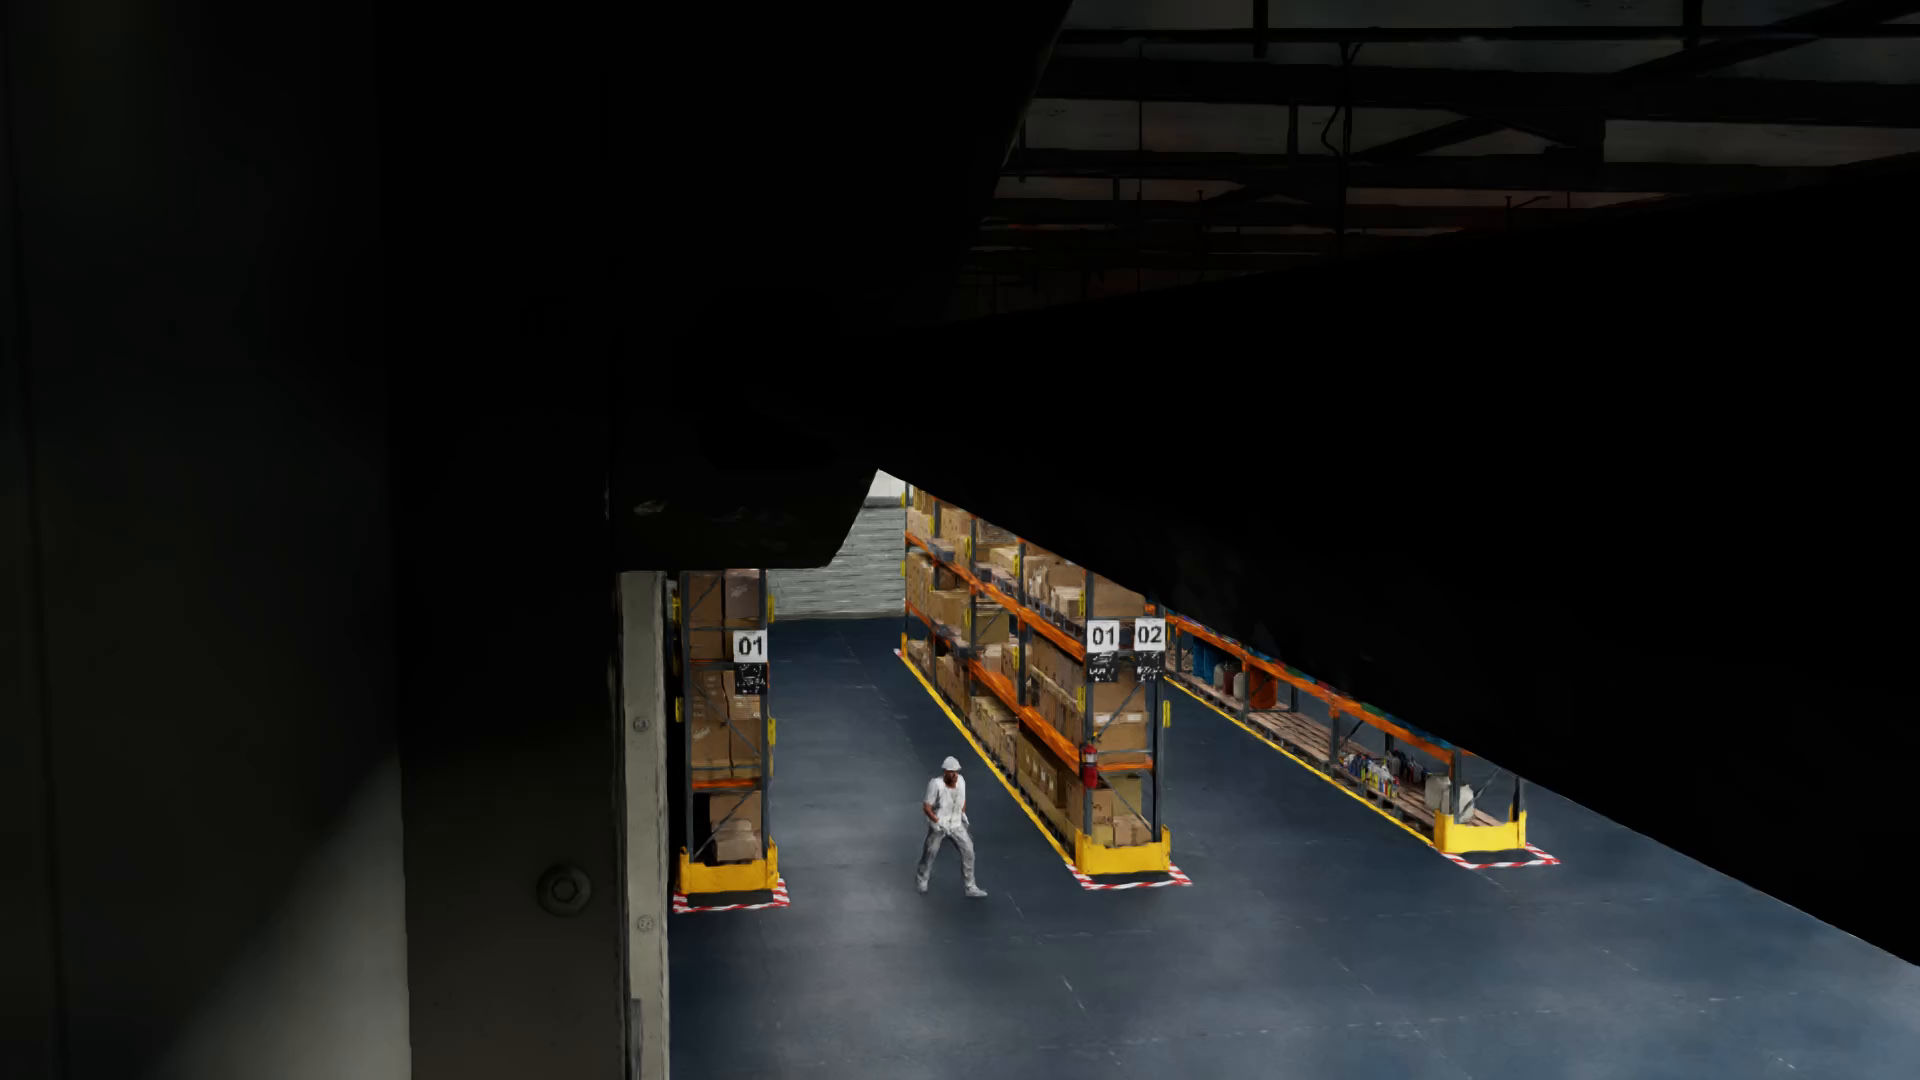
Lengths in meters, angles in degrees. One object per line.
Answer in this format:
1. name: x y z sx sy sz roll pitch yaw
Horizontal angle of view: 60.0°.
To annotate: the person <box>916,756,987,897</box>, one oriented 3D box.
1. person: -0.159 3.405 19.895 0.704 1.711 0.835 -3 7 -28
